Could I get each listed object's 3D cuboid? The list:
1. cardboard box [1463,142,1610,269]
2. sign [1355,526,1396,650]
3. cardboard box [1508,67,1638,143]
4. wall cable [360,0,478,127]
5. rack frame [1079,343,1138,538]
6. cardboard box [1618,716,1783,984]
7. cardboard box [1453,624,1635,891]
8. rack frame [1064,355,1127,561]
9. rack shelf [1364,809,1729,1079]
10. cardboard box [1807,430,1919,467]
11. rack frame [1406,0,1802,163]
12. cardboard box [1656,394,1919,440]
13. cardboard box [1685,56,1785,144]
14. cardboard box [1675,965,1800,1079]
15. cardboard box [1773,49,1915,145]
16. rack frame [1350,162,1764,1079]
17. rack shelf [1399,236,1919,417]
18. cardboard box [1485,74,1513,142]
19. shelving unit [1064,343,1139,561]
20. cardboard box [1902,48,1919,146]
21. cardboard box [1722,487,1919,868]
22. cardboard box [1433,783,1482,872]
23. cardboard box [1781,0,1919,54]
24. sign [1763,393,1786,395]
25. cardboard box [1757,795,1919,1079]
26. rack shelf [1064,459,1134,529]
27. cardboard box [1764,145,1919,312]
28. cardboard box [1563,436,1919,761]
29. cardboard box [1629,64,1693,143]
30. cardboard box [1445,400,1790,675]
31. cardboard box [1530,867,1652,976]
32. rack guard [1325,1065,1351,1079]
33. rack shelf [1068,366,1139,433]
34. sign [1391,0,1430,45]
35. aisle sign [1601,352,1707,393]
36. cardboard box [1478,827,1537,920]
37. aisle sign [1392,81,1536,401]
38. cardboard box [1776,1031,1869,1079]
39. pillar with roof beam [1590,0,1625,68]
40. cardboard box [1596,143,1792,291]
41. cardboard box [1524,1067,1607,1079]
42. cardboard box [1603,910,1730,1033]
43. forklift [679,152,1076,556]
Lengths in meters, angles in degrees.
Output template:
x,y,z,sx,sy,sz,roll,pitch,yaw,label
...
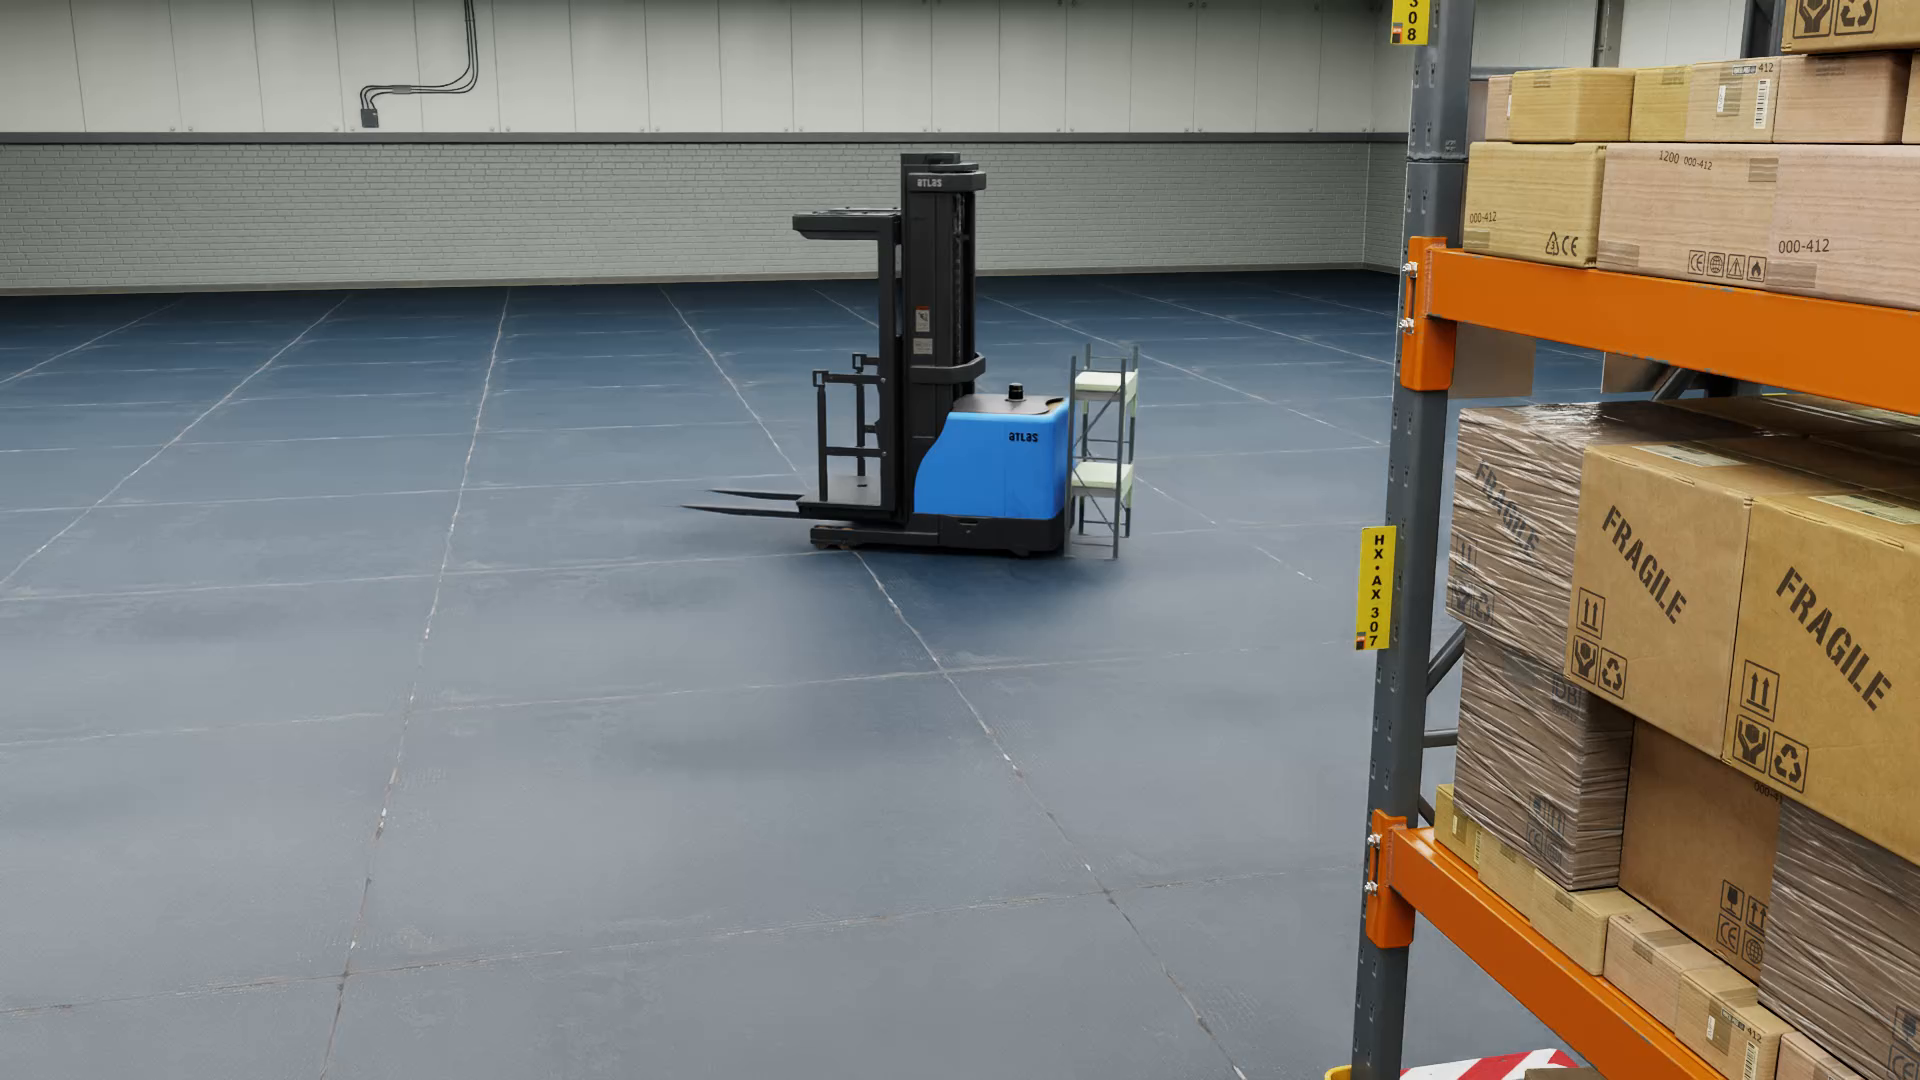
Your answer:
x,y,z,sx,sy,sz,roll,pitch,yaw,label
1.460,-0.744,3.648,0.500,0.250,0.500,-3,14,-12,cardboard box
1.071,0.124,4.274,0.100,0.325,0.005,-3,14,-13,sign
1.405,-0.922,3.535,0.380,0.149,0.250,-3,14,-12,cardboard box
-10.791,-11.211,32.687,2.305,6.003,0.169,-3,14,-13,wall cable
1.145,-0.762,12.866,0.400,1.500,0.023,4,14,12,rack frame
1.935,0.559,3.483,0.875,0.500,0.500,-3,14,-13,cardboard box
1.701,0.450,3.927,0.875,0.500,0.500,-3,14,-13,cardboard box
0.986,-0.593,12.172,0.400,1.500,0.023,4,14,12,rack frame
2.068,1.326,2.697,1.077,0.370,4.000,-3,14,-13,rack shelf
2.091,0.064,3.401,0.500,0.500,0.500,-3,14,-13,cardboard box
1.599,-2.400,3.788,1.000,3.000,0.127,-3,14,-13,rack frame
1.968,-0.051,3.871,0.500,0.500,0.500,-3,14,-13,cardboard box
1.579,-0.803,3.051,0.380,0.149,0.250,-3,14,-11,cardboard box
1.649,0.948,3.258,0.380,0.149,0.250,-3,14,-13,cardboard box
1.632,-0.747,2.821,0.380,0.149,0.250,-3,14,-13,cardboard box
1.599,0.515,4.500,1.000,3.000,0.127,-3,14,-13,rack frame
2.068,-0.132,2.341,1.077,0.370,4.000,-3,14,-13,rack shelf
1.438,-0.987,3.802,0.380,0.149,0.250,-3,14,-14,cardboard box
1.065,-0.677,12.519,0.431,1.500,0.755,4,14,12,shelving unit
1.711,-0.685,2.566,0.380,0.149,0.250,-4,14,-16,cardboard box
1.692,0.209,2.807,0.500,0.500,0.500,-3,14,-13,cardboard box
1.434,0.716,4.207,0.380,0.149,0.250,-3,14,-13,cardboard box
1.685,-1.021,2.574,0.500,0.500,0.500,-3,14,-13,cardboard box
2.143,-0.228,4.433,0.100,0.325,0.005,-3,14,-13,sign
2.010,0.676,3.001,0.875,0.500,0.500,-3,14,-13,cardboard box
1.059,-0.361,12.598,0.431,0.370,0.720,4,14,12,rack shelf
1.700,-0.511,2.694,0.500,0.250,0.500,-3,14,-13,cardboard box
1.573,0.094,3.279,0.500,0.500,0.500,-3,14,-13,cardboard box
1.584,-0.870,3.325,0.380,0.149,0.250,-4,14,-14,cardboard box
1.463,-0.022,3.753,0.500,0.500,0.500,-3,14,-13,cardboard box
1.518,0.833,3.727,0.380,0.149,0.250,-3,14,-13,cardboard box
1.616,1.746,4.725,1.175,0.500,0.348,-3,14,-13,rack guard
1.074,-1.056,12.424,0.431,0.370,0.720,4,14,12,rack shelf
1.071,-1.337,3.917,0.100,0.325,0.005,-3,14,-13,sign
1.876,-0.779,4.319,0.394,0.787,0.004,-3,14,-13,aisle sign
1.474,0.774,3.966,0.380,0.149,0.250,-3,14,-13,cardboard box
1.292,-0.746,4.182,0.394,0.787,0.004,-3,14,-13,aisle sign
1.734,1.004,3.028,0.380,0.149,0.250,-3,14,-13,cardboard box
7.227,-8.411,28.395,9.100,9.000,0.400,-3,14,-13,pillar with roof beam
1.588,-0.625,3.162,0.500,0.250,0.500,-4,14,-14,cardboard box
1.729,1.670,4.154,0.500,0.500,0.500,-1,14,-3,cardboard box
1.597,0.889,3.495,0.380,0.149,0.250,-3,14,-13,cardboard box
-0.662,-1.470,12.767,3.031,2.935,1.130,3,14,13,forklift
